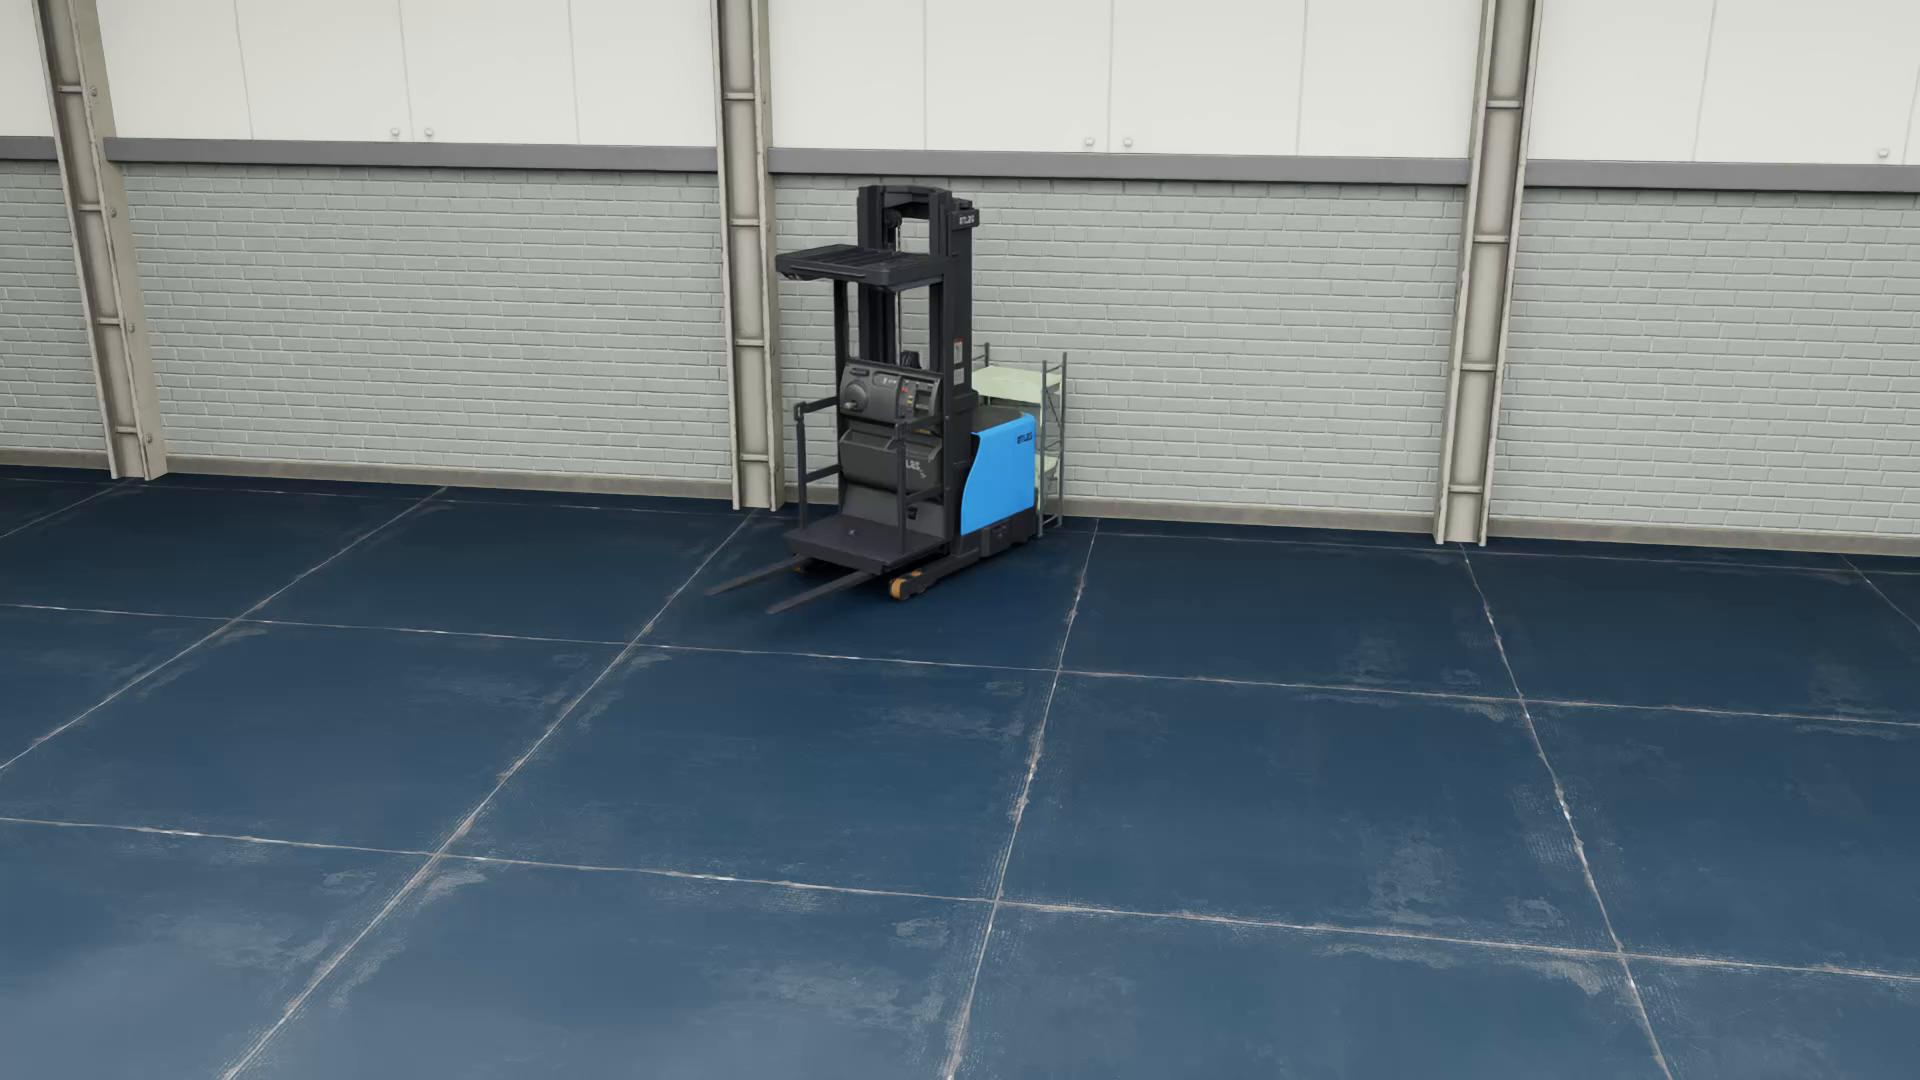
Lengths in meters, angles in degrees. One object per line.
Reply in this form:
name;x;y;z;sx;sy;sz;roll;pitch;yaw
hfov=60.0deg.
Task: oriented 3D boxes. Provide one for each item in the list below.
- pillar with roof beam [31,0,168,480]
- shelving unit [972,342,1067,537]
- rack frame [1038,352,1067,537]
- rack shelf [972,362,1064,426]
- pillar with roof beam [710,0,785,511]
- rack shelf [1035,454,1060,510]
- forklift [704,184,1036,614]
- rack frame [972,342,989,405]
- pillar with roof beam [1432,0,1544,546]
pillar with roof beam;-8.384;-3.530;10.173;0.400;9.000;9.100;3;19;9
shelving unit;0.451;-0.849;13.968;0.755;1.500;0.431;11;21;28
rack frame;0.769;-0.789;13.797;0.023;1.500;0.400;11;21;28
rack shelf;0.454;-1.219;13.844;0.720;0.370;0.431;11;21;28
pillar with roof beam;-2.460;-3.229;9.270;0.400;9.000;9.100;3;19;9
rack shelf;0.448;-0.540;14.071;0.720;0.370;0.431;11;21;28
forklift;-0.664;-1.113;12.511;1.130;2.935;3.031;14;23;35
rack frame;0.133;-0.909;14.138;0.023;1.500;0.400;11;21;28
pillar with roof beam;3.464;-2.927;8.368;0.400;9.000;9.100;3;19;9
